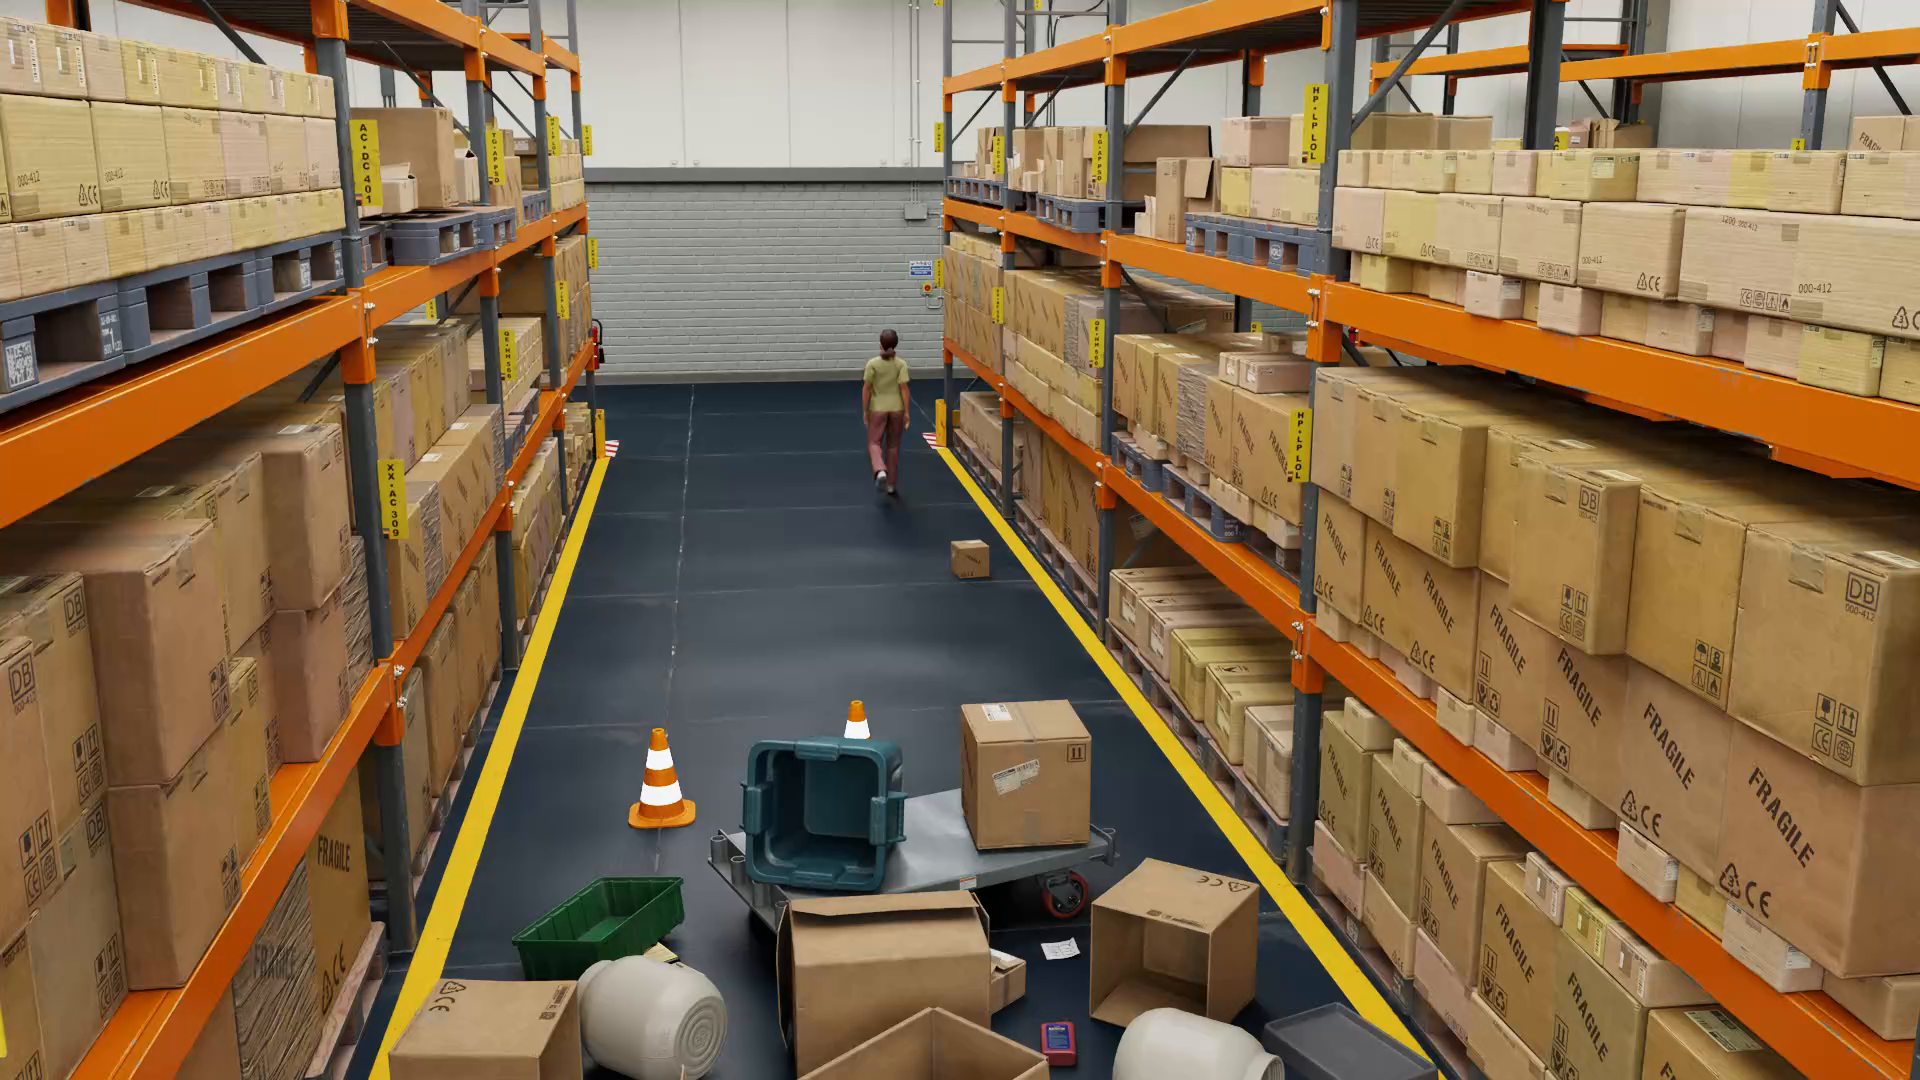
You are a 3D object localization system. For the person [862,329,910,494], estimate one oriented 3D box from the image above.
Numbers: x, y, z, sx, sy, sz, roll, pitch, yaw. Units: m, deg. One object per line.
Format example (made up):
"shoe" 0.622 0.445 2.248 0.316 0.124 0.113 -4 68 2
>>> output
"person" -0.724 -1.246 16.272 0.457 1.639 0.828 -2 13 -8
